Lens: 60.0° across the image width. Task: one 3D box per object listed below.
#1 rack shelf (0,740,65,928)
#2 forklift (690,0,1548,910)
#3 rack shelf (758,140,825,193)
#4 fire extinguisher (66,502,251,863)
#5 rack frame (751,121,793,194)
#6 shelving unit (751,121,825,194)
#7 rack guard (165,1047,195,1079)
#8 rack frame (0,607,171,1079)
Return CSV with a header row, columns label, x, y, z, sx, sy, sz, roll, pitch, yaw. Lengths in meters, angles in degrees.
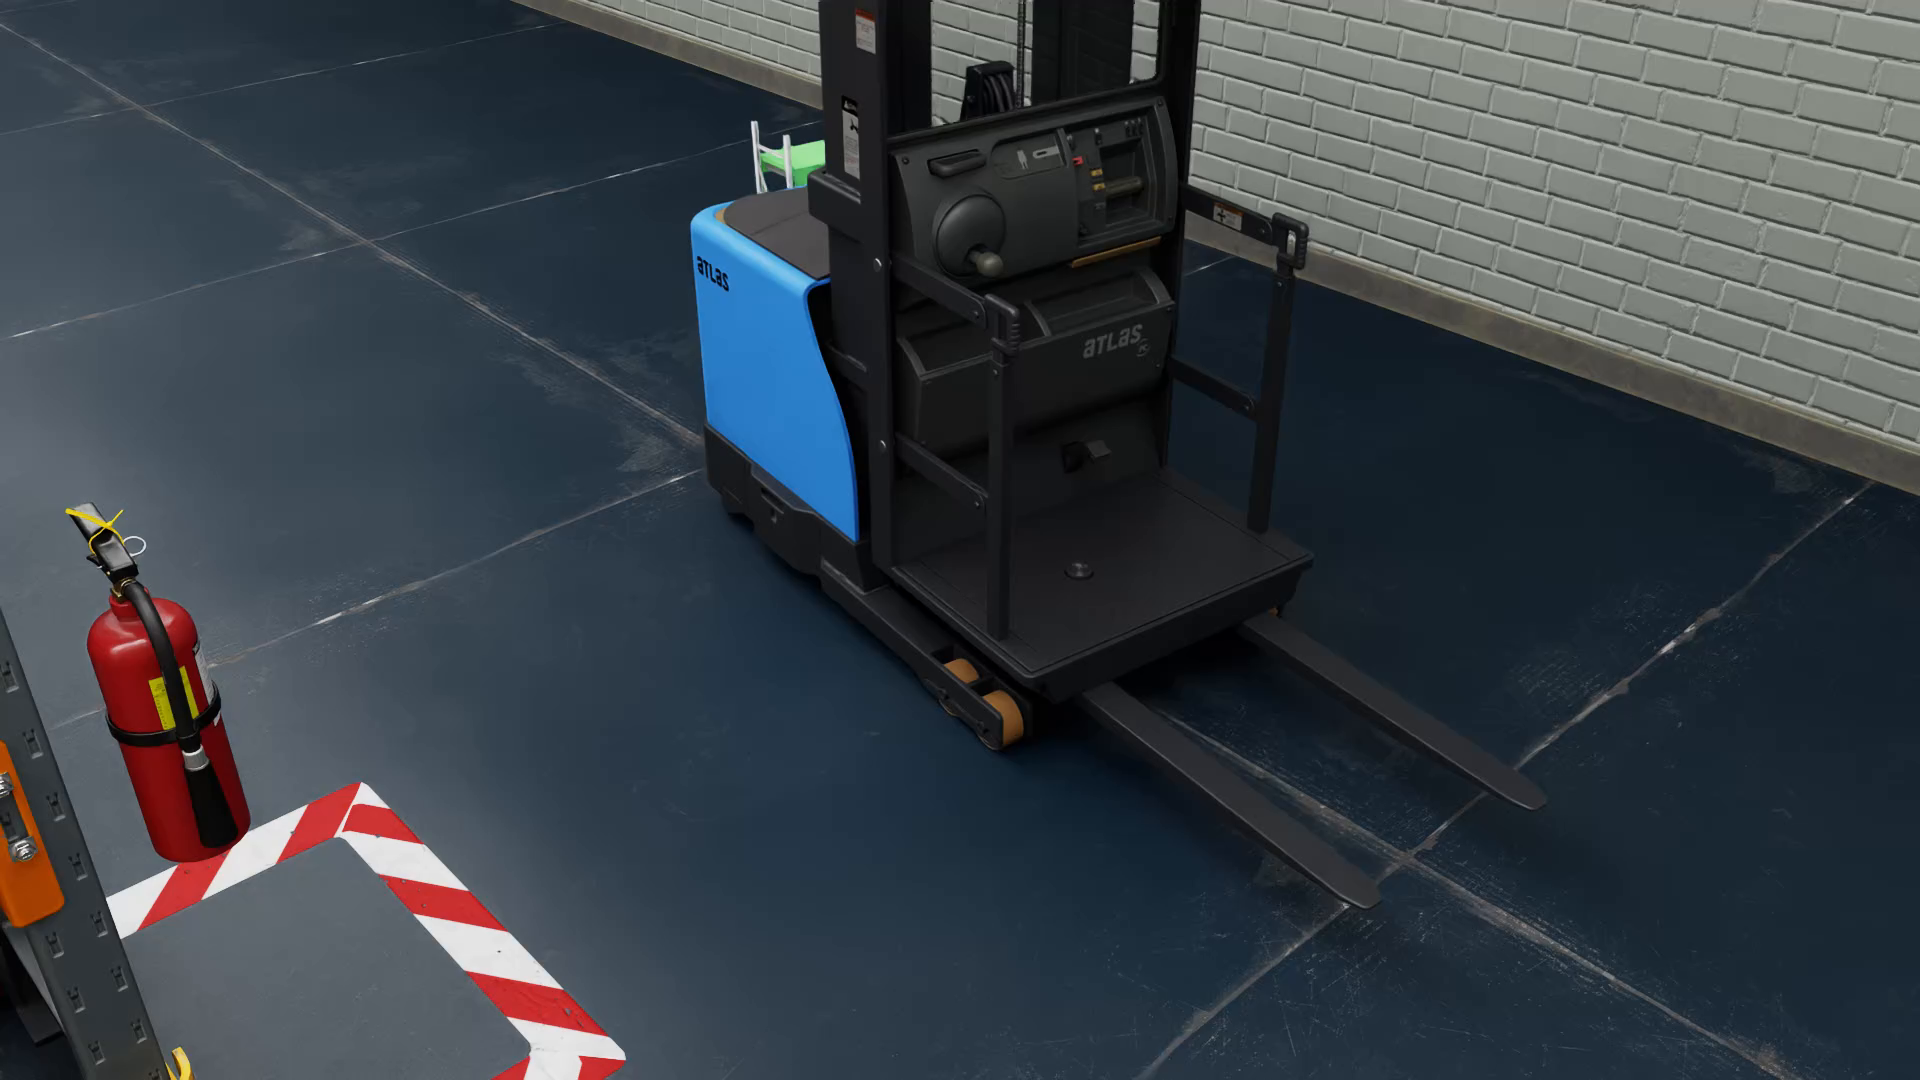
label,x,y,z,sx,sy,sz,roll,pitch,yaw
rack shelf,-3.361,0.991,1.943,4.000,0.370,1.077,-26,40,-35
forklift,0.355,-0.938,4.474,1.130,2.935,3.031,-20,37,-29
rack shelf,-0.459,-1.345,5.993,0.480,0.148,0.258,-21,35,-30
fire extinguisher,-1.396,0.254,2.891,0.183,0.674,0.296,-26,40,-35
rack frame,-0.647,-0.909,6.076,0.015,1.200,0.240,-21,35,-30
shelving unit,-0.450,-0.984,6.199,0.503,1.200,0.258,-21,35,-30
rack guard,-1.950,1.068,3.524,0.348,0.500,1.175,-26,40,-35
rack frame,-1.894,-0.025,2.916,0.127,3.000,1.000,-26,40,-35
